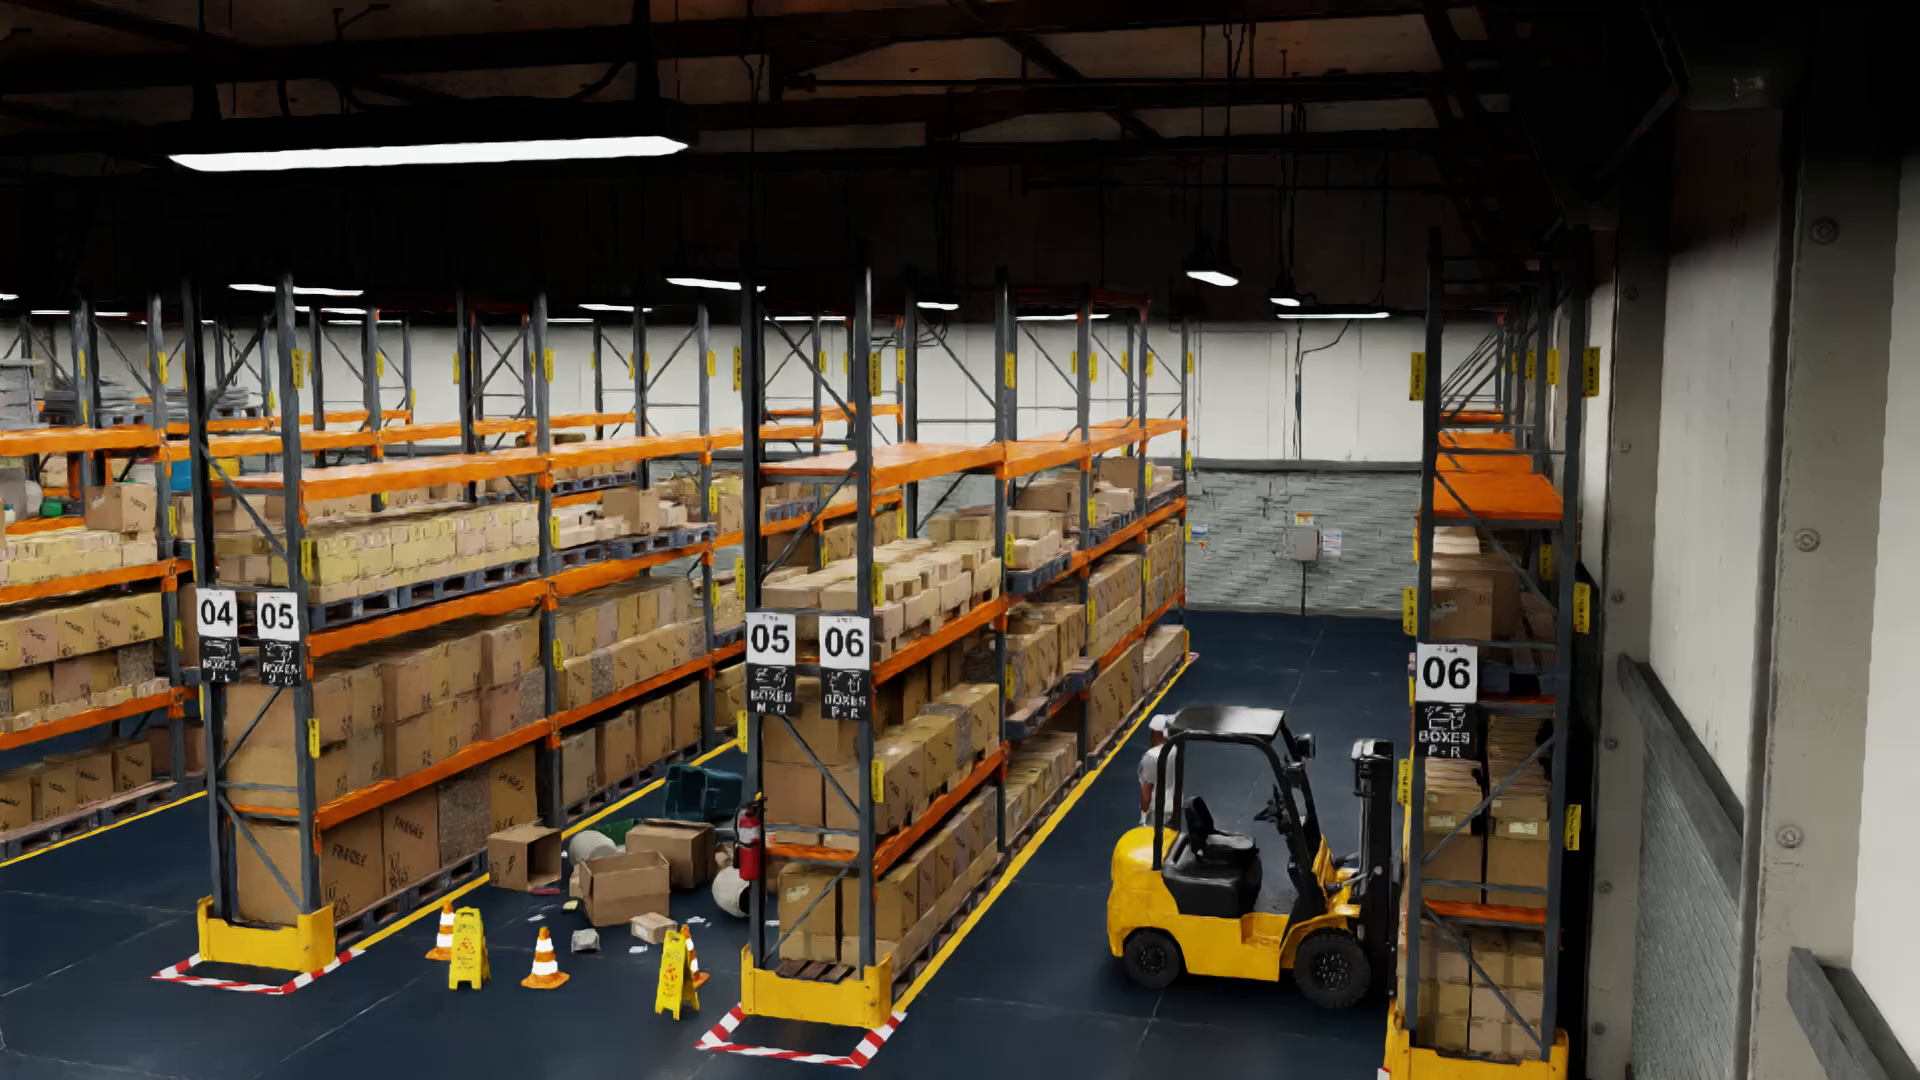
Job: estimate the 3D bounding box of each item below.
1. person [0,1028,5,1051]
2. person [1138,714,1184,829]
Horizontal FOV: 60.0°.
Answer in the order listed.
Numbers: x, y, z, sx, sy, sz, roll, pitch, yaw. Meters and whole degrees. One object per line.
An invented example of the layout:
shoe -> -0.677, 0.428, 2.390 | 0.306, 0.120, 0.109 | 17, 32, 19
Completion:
person -> -7.355, 3.026, 12.105 | 0.625, 1.611, 0.582 | 2, 7, 15
person -> 1.830, 2.516, 15.663 | 0.483, 1.785, 0.616 | 5, 8, 40
